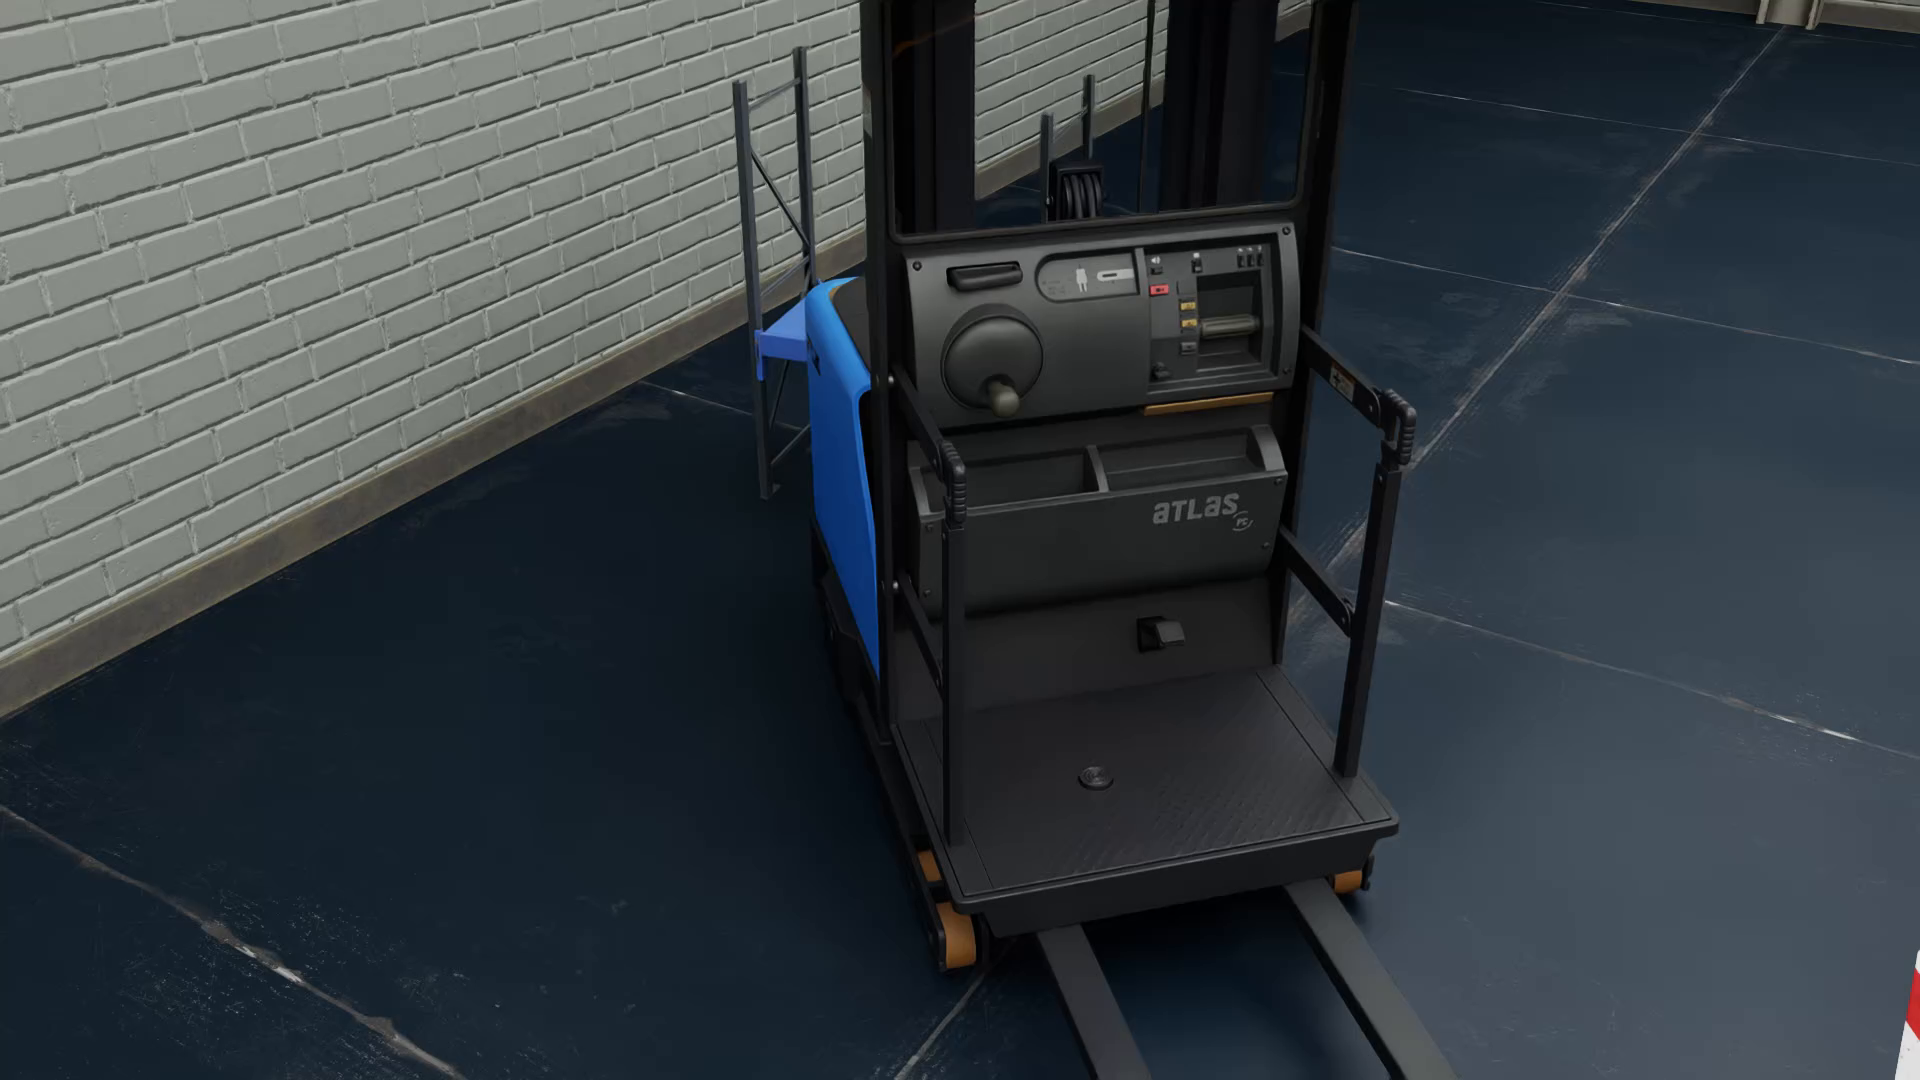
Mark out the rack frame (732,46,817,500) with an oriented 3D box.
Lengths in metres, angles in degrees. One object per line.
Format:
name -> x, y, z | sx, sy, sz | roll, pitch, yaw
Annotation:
rack frame -> -0.621, -0.911, 5.824 | 0.032, 1.500, 0.500 | 10, 32, 17

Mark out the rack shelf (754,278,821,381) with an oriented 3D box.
rack shelf -> -0.143, -0.669, 5.765 | 1.000, 0.185, 0.538 | 10, 32, 17

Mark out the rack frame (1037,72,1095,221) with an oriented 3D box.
rack frame -> 0.335, -0.737, 5.525 | 0.032, 1.500, 0.500 | 10, 32, 17

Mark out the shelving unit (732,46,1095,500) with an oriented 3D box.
shelving unit -> -0.143, -0.824, 5.674 | 1.048, 1.500, 0.538 | 10, 32, 17

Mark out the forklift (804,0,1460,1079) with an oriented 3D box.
forklift -> 0.395, -0.456, 3.623 | 1.130, 2.935, 3.031 | -8, 31, -13

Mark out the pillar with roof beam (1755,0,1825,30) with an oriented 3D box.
pillar with roof beam -> 3.847, -5.889, 6.914 | 0.400, 9.000, 9.100 | 18, 35, 27
